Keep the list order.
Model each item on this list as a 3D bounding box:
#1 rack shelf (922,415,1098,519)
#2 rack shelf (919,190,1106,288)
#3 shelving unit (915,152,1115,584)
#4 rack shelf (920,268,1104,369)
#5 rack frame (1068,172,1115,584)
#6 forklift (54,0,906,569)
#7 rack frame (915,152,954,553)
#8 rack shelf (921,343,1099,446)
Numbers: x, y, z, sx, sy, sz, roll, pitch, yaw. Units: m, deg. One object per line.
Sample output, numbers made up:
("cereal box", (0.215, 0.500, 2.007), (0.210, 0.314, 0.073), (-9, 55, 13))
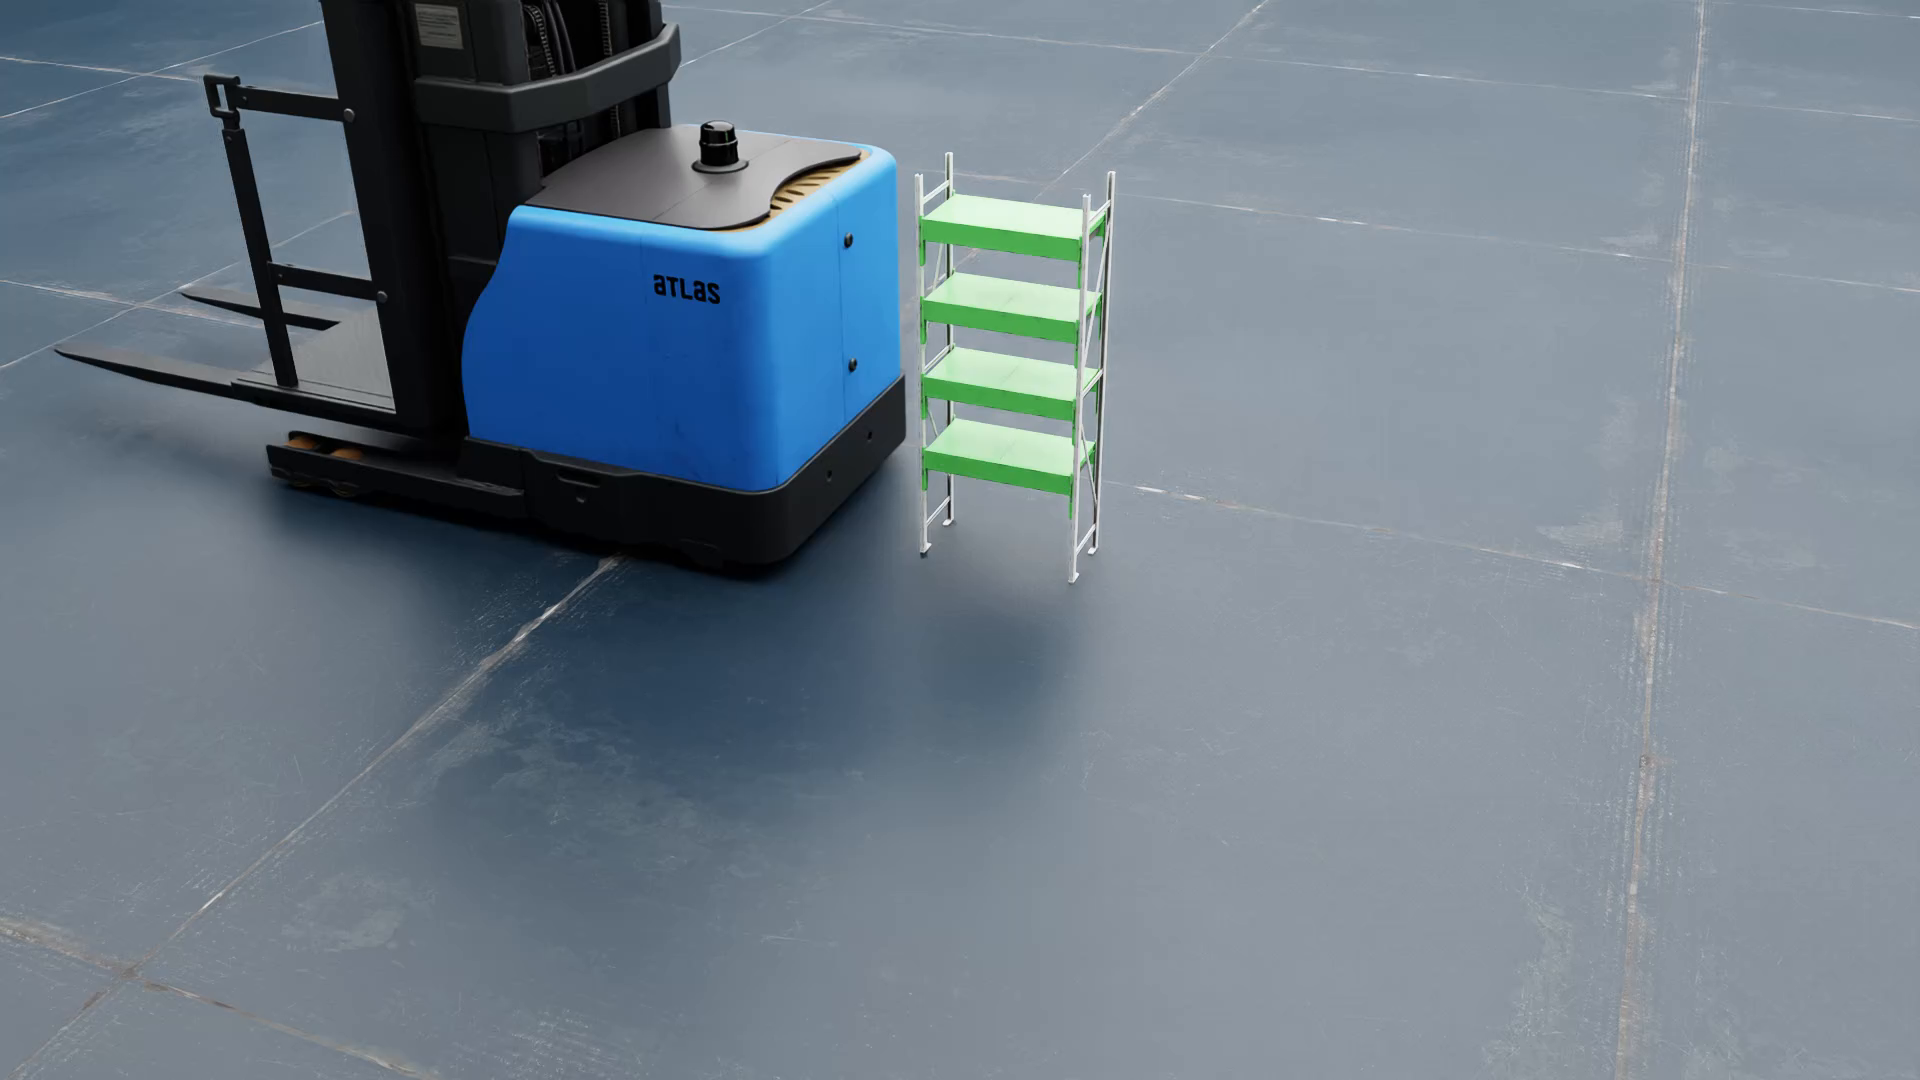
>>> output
("rack shelf", (0.153, -0.227, 5.050), (0.480, 0.148, 0.258), (11, 31, 19))
("rack shelf", (0.153, -0.854, 4.696), (0.480, 0.148, 0.258), (11, 31, 19))
("shelving unit", (0.153, -0.492, 4.901), (0.503, 1.200, 0.258), (11, 31, 19))
("rack shelf", (0.153, -0.645, 4.814), (0.480, 0.148, 0.258), (11, 31, 19))
("rack frame", (0.379, -0.447, 4.821), (0.015, 1.200, 0.240), (11, 31, 19))
("forklift", (-1.754, -1.643, 5.178), (3.031, 2.935, 1.130), (11, 31, 19))
("rack frame", (-0.073, -0.537, 4.980), (0.015, 1.200, 0.240), (11, 31, 19))
("rack shelf", (0.153, -0.436, 4.932), (0.480, 0.148, 0.258), (11, 31, 19))
